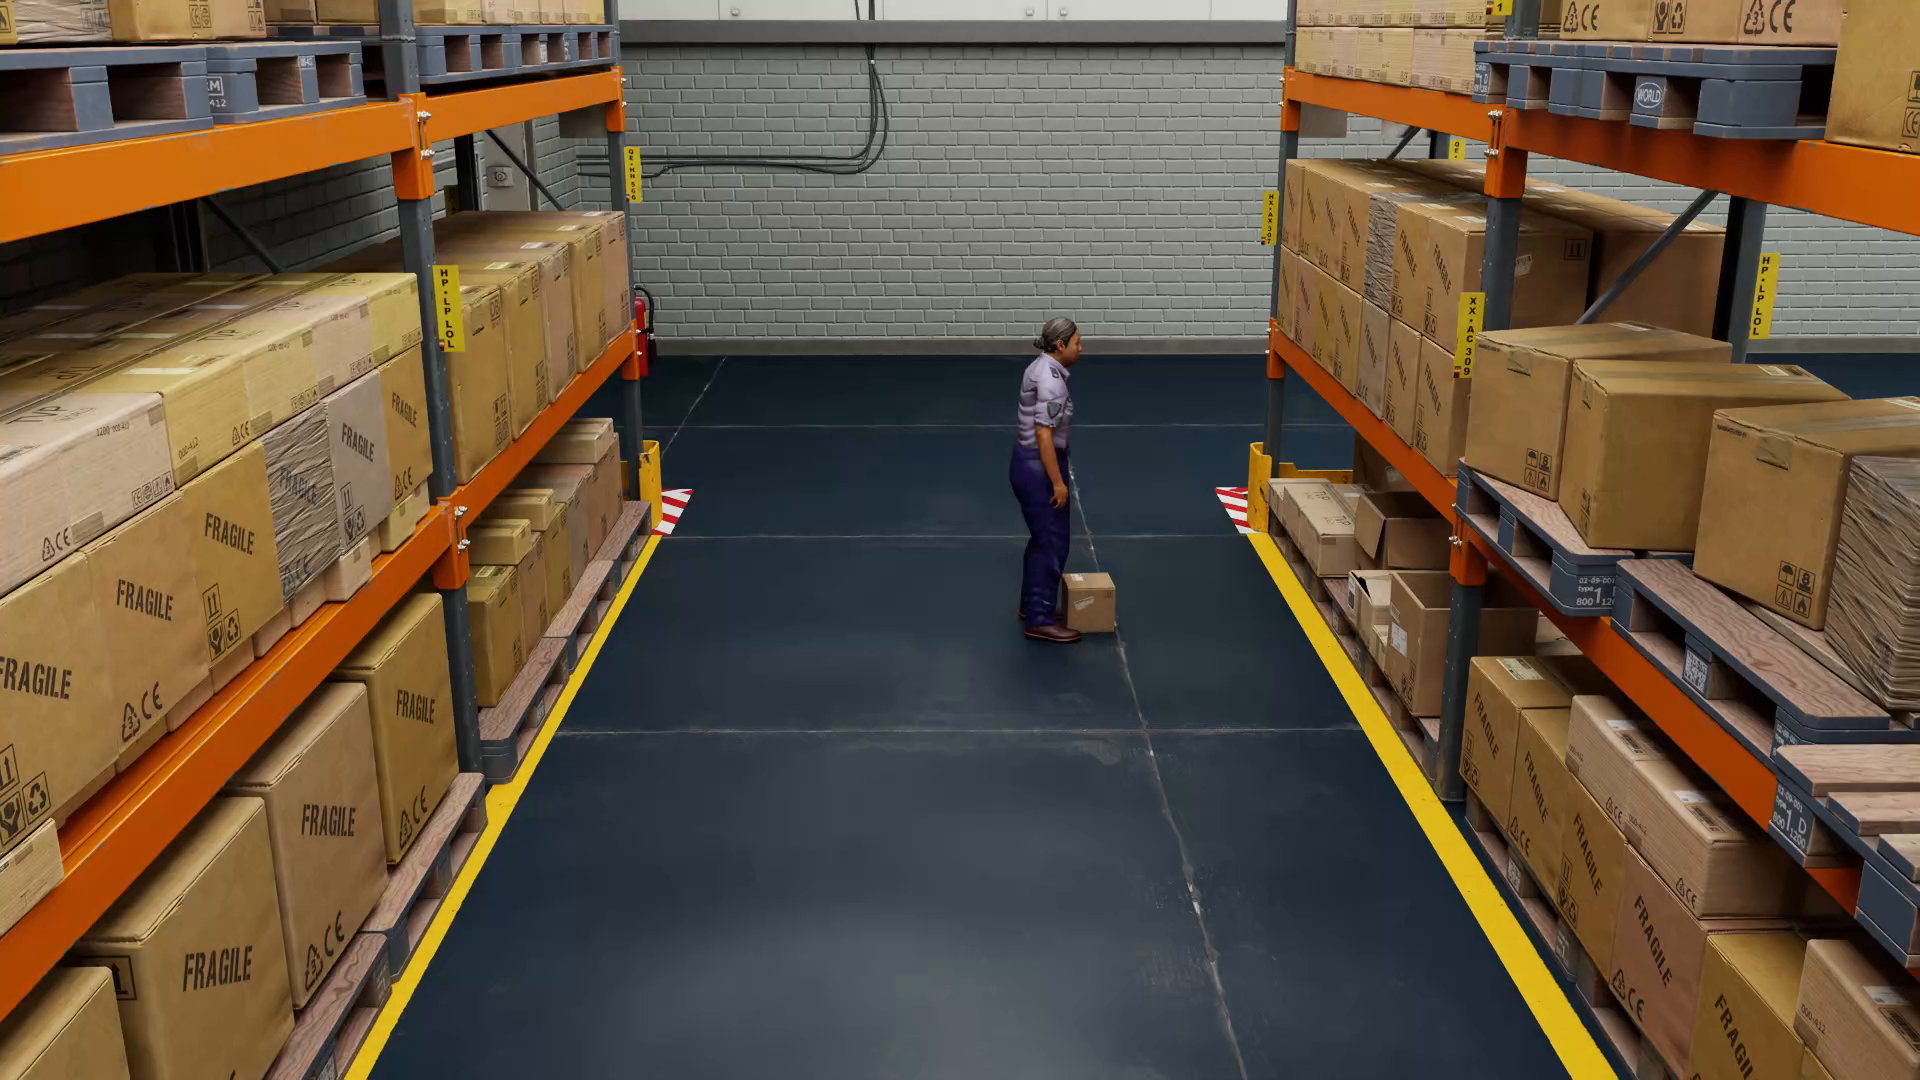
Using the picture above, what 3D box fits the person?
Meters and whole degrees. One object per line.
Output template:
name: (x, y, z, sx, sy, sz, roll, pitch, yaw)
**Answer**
person: (0.443, -0.331, 8.625, 0.364, 1.652, 0.556, -1, 17, -3)
